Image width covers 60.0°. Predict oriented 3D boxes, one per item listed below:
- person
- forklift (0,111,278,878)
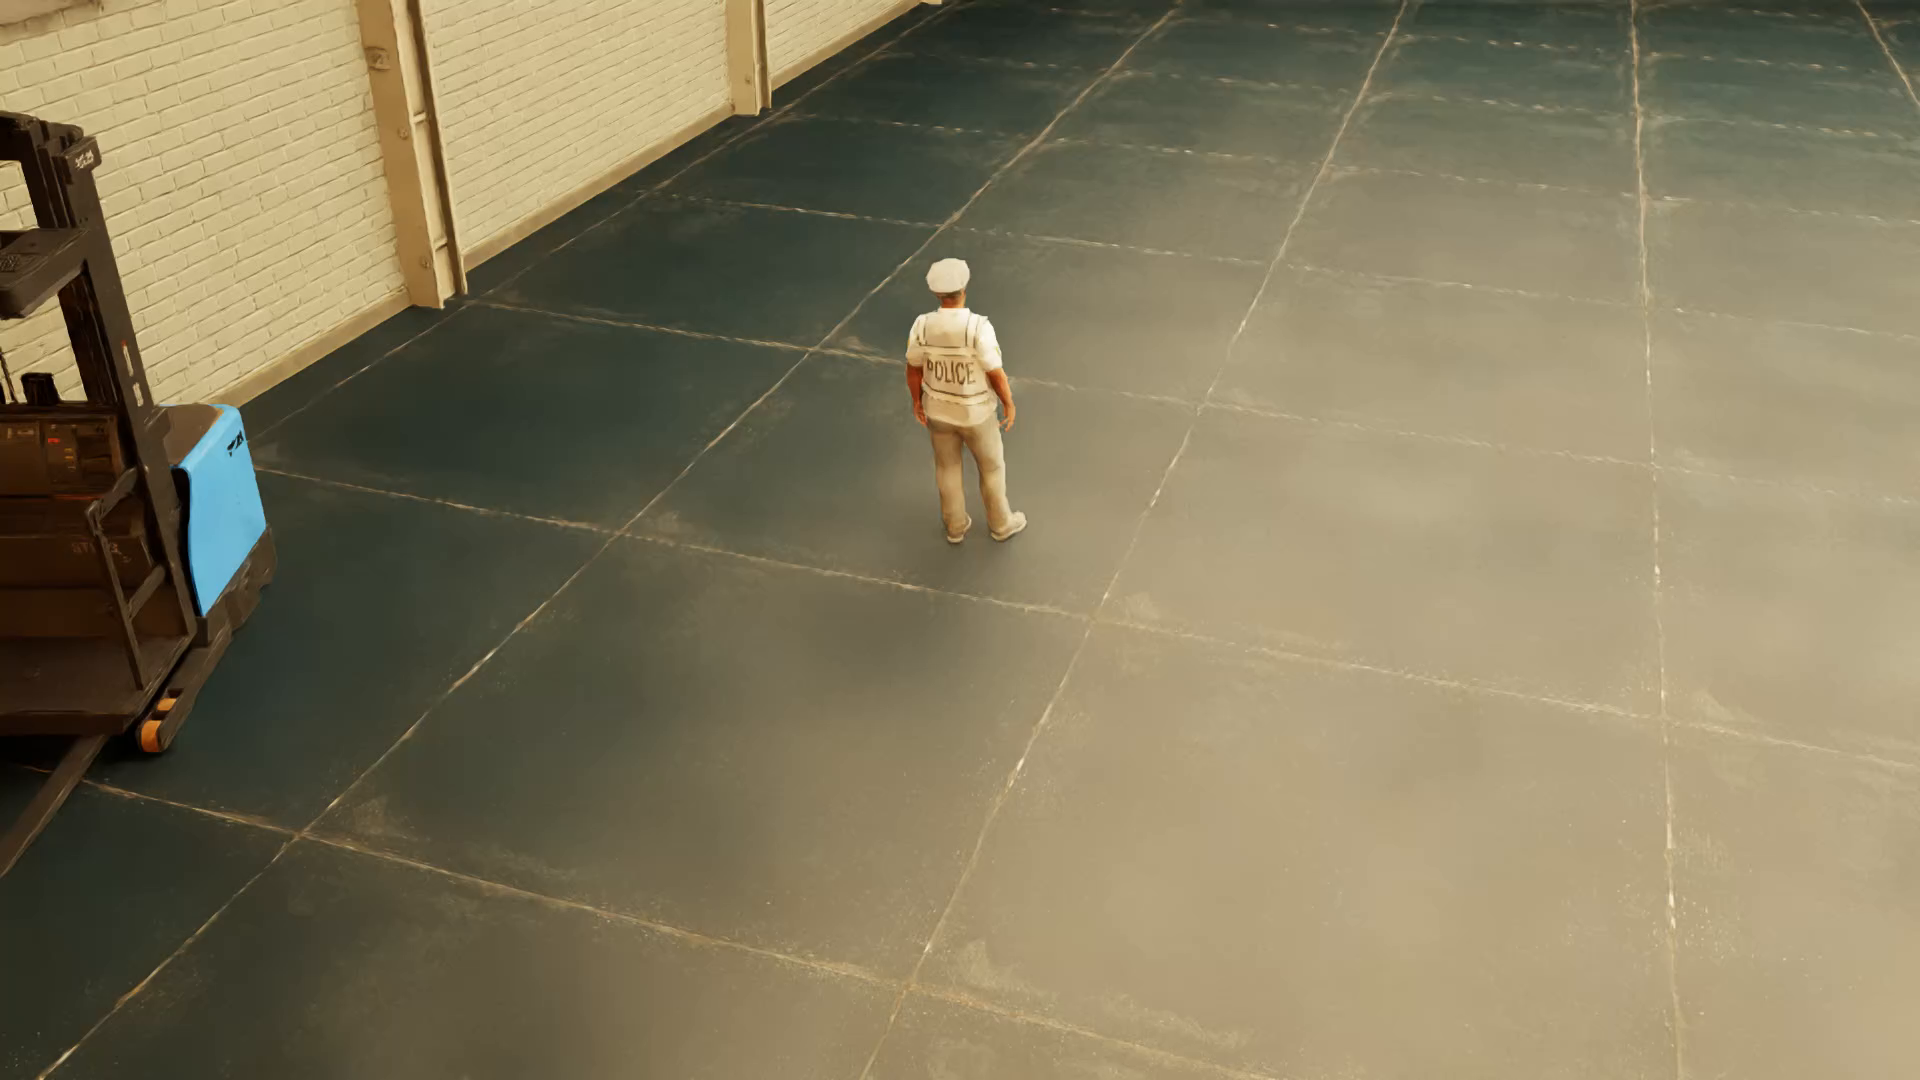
[{"bbox_3d":[0.036,-0.816,9.711,0.640,1.781,0.574,10,31,16],"label":"person"},{"bbox_3d":[-4.484,-0.369,7.784,1.130,2.935,3.031,-1,30,-1],"label":"forklift"}]
